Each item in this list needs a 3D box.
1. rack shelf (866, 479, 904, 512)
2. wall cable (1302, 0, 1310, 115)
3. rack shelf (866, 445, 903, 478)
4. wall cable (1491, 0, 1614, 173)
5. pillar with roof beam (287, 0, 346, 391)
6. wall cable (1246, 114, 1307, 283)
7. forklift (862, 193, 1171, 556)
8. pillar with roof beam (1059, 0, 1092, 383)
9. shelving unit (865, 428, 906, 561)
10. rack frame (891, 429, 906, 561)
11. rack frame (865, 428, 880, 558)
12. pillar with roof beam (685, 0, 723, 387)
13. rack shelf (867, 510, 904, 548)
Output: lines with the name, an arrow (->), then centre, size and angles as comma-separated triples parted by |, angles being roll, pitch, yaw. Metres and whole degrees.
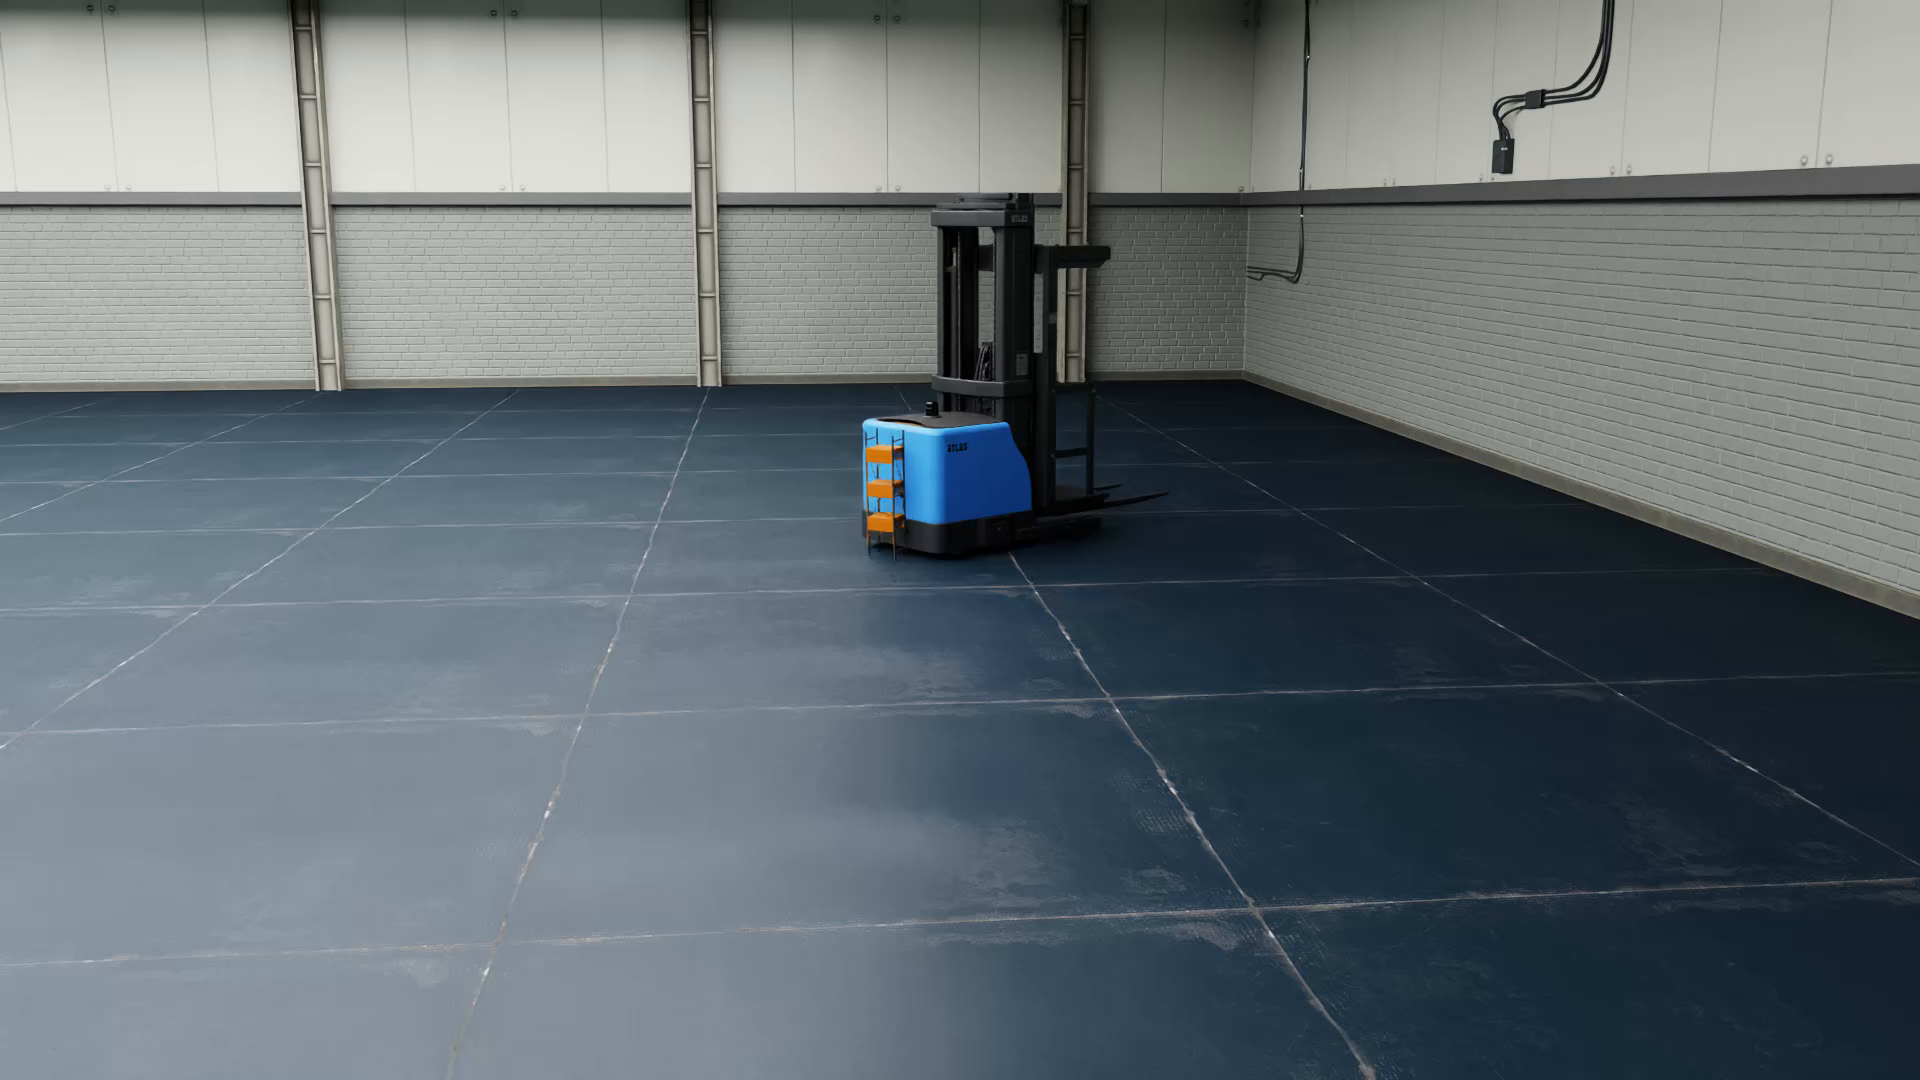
rack shelf -> -0.603, -0.362, 13.528 | 0.240, 0.259, 0.215 | 5, 14, 26
wall cable -> 5.235, -7.313, 23.194 | 0.112, 2.526, 3.097 | -1, 11, -6
rack shelf -> -0.607, -0.639, 13.466 | 0.240, 0.259, 0.215 | 5, 14, 26
wall cable -> 5.952, -6.725, 16.430 | 0.169, 6.003, 2.305 | -1, 11, -6
pillar with roof beam -> -9.594, -5.994, 21.527 | 0.400, 9.000, 9.100 | -1, 11, -6
wall cable -> 4.943, -5.353, 26.320 | 0.112, 2.526, 3.097 | -1, 11, -6
forklift -> 0.606, -1.519, 14.498 | 3.031, 2.935, 1.130 | -10, 15, -40
pillar with roof beam -> 2.336, -6.244, 22.799 | 0.548, 9.000, 9.100 | -1, 11, -6
shelving unit -> -0.604, -0.373, 13.525 | 0.252, 1.050, 0.215 | 5, 14, 26
rack frame -> -0.494, -0.362, 13.472 | 0.008, 1.050, 0.200 | 5, 14, 26
rack frame -> -0.713, -0.383, 13.579 | 0.008, 1.050, 0.200 | 5, 14, 26
pillar with roof beam -> -3.629, -6.119, 22.163 | 0.548, 9.000, 9.100 | -1, 11, -6
rack shelf -> -0.600, -0.091, 13.588 | 0.240, 0.259, 0.215 | 5, 14, 26
